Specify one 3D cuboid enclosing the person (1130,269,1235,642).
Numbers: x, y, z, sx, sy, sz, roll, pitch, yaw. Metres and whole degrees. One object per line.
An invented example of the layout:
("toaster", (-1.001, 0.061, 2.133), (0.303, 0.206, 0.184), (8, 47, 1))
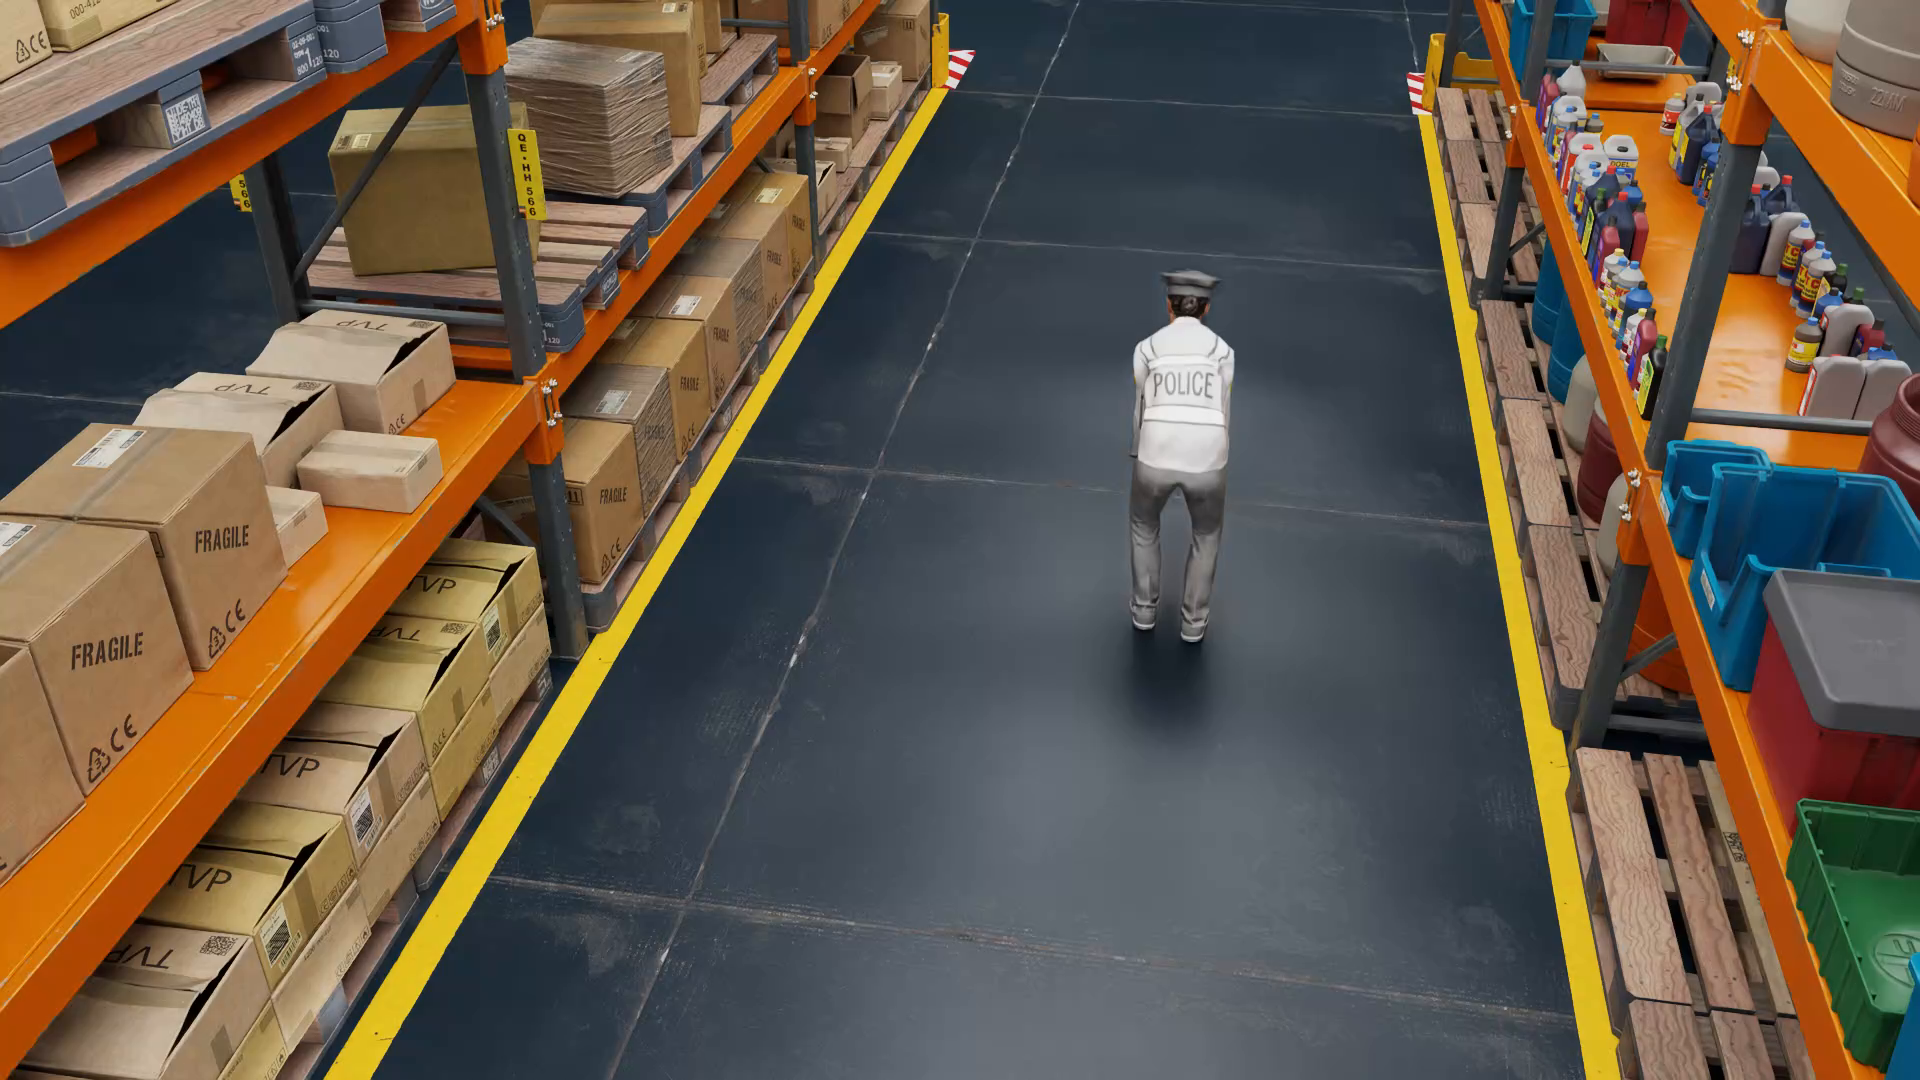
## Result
("person", (0.896, -0.342, 6.856), (0.415, 1.474, 0.756), (5, 33, 7))
